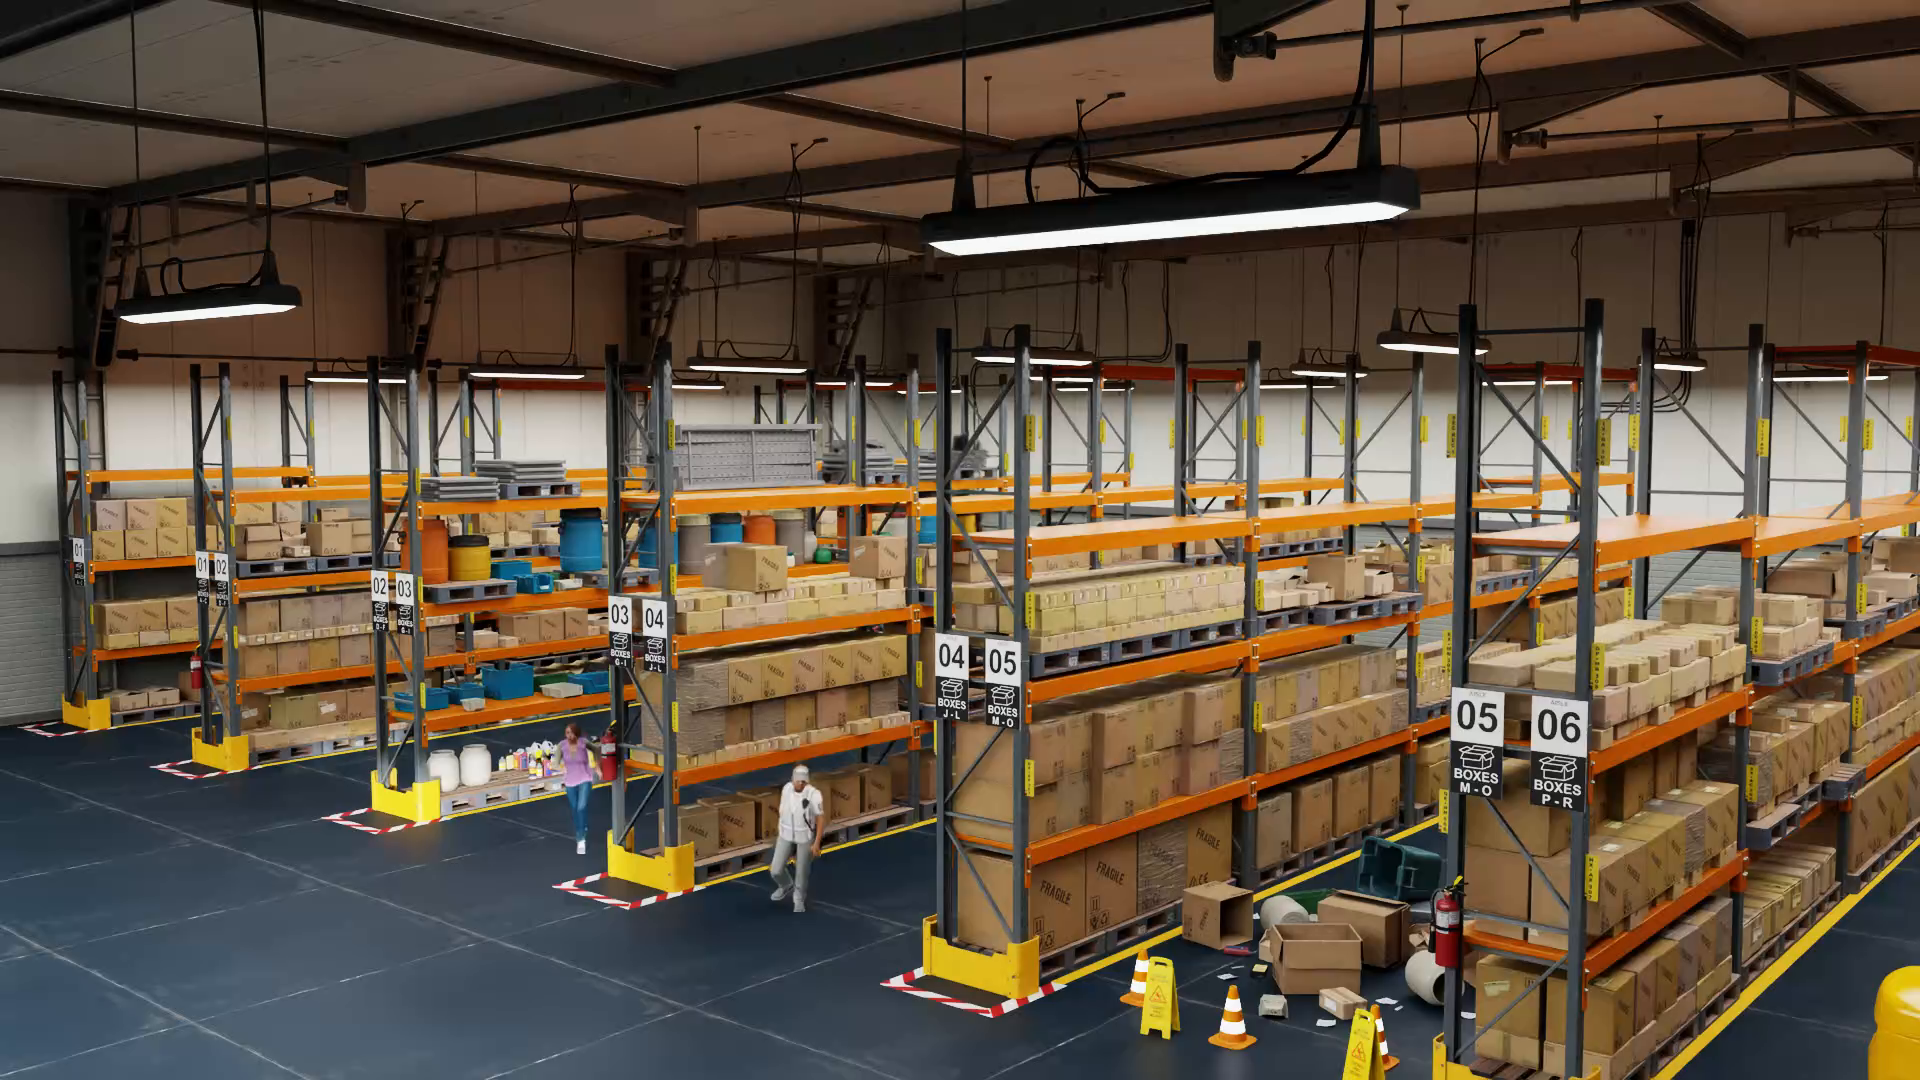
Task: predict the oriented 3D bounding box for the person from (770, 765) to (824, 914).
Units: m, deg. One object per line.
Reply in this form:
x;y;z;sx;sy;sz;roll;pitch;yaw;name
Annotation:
-1.713;3.114;17.362;0.649;1.618;0.625;1;4;10;person

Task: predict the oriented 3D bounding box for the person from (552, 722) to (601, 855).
-4.599;2.945;20.022;0.540;1.553;0.915;0;4;1;person
